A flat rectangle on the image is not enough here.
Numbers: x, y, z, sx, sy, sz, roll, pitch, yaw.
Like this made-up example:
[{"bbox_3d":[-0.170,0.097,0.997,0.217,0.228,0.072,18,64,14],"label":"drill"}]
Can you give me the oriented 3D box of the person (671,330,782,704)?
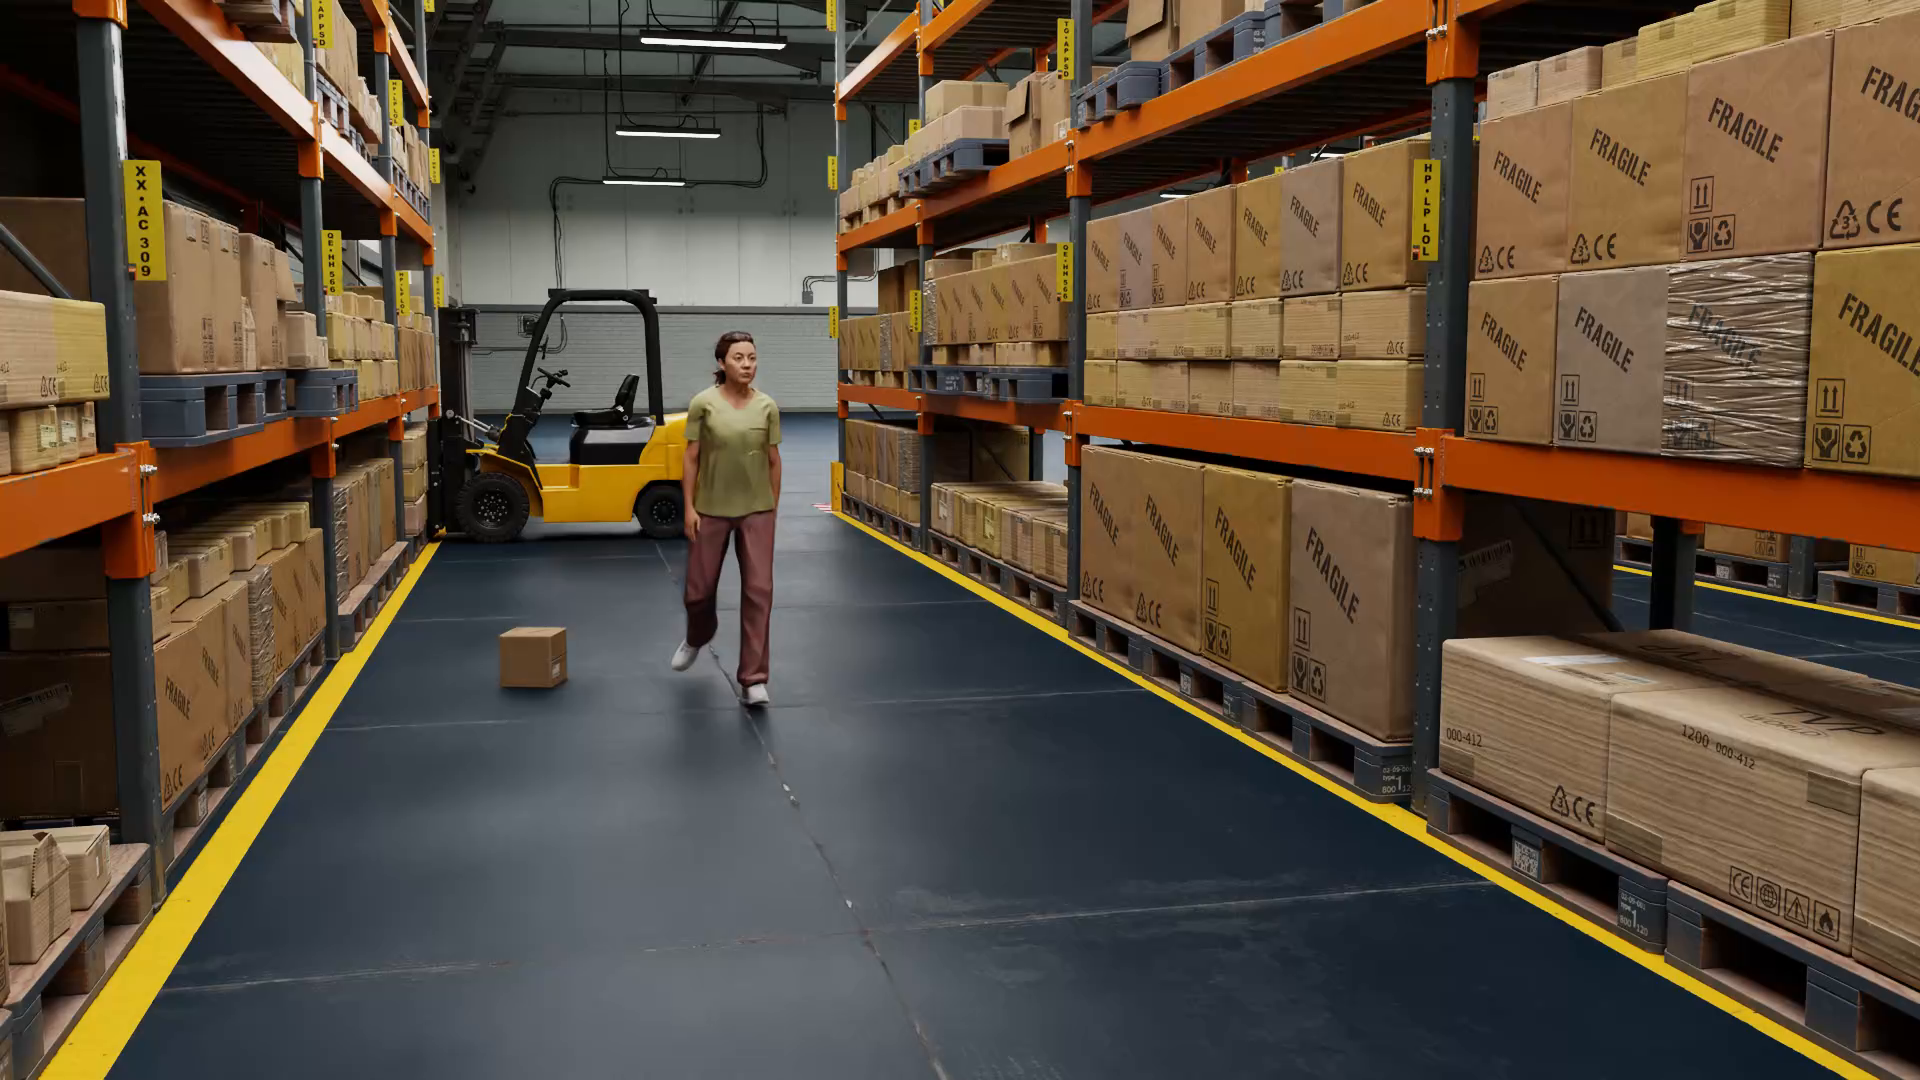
[{"bbox_3d":[-1.056,-0.118,7.573,0.490,1.661,0.732,-2,6,-16],"label":"person"}]
